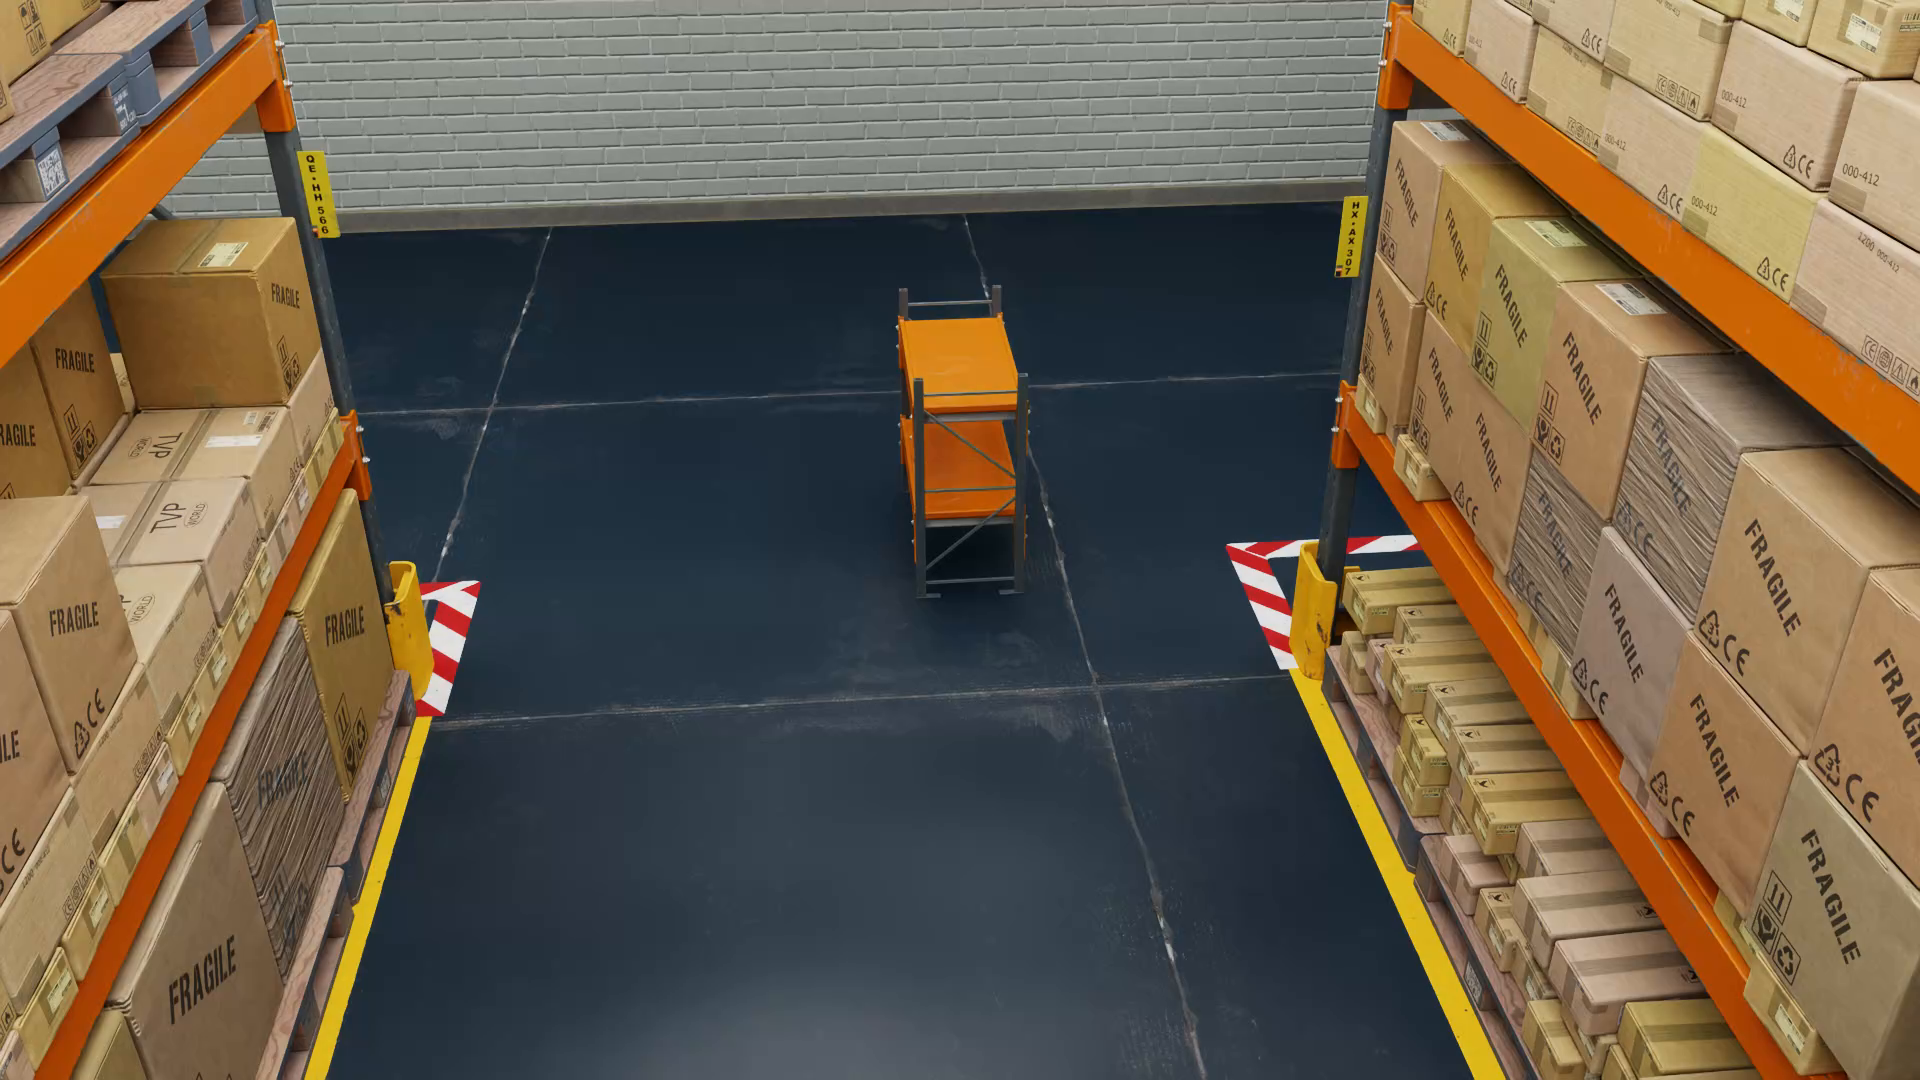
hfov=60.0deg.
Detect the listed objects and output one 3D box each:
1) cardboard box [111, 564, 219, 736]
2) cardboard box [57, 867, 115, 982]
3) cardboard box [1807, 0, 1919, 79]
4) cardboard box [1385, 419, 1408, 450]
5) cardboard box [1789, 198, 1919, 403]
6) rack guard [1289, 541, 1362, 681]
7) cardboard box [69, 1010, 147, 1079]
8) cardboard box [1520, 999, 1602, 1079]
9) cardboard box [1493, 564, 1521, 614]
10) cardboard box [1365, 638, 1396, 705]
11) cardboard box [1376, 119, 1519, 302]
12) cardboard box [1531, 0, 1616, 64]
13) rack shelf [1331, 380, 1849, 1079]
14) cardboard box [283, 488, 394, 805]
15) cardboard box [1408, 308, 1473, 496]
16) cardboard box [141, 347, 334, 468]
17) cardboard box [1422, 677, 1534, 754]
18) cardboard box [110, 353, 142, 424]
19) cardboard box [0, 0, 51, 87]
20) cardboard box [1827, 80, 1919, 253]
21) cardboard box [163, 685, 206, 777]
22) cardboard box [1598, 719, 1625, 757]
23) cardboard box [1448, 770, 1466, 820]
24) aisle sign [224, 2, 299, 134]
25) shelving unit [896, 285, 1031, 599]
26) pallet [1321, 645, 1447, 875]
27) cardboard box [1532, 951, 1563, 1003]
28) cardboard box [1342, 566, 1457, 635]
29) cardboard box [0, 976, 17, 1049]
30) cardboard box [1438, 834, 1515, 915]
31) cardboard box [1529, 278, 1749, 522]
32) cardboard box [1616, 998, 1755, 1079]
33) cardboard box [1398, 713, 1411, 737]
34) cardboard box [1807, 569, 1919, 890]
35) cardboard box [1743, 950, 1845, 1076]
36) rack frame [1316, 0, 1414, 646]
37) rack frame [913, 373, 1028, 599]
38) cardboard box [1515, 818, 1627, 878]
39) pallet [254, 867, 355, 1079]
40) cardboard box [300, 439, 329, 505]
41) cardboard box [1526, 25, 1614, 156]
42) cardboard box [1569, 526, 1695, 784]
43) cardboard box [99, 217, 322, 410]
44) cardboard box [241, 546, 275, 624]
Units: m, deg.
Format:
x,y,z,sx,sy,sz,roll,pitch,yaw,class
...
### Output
x,y,z,sx,sy,sz,roll,pitch,yaw,class
-2.430,0.313,4.656,0.500,0.250,0.500,-3,31,-4,cardboard box
-2.286,0.938,4.000,0.380,0.149,0.250,-4,31,-6,cardboard box
2.028,-1.074,3.468,0.380,0.149,0.250,-4,31,-7,cardboard box
1.830,-0.412,6.259,0.380,0.149,0.250,-2,31,-3,cardboard box
2.085,-0.503,3.388,0.500,0.250,0.500,-3,31,-5,cardboard box
2.068,0.283,7.288,1.175,0.500,0.348,-3,31,-5,rack guard
-2.495,1.791,3.989,0.875,0.875,0.875,-3,31,-5,cardboard box
1.962,1.545,5.109,0.380,0.149,0.250,-3,31,-5,cardboard box
1.958,0.121,5.367,0.380,0.149,0.250,-3,31,-6,cardboard box
1.824,0.510,6.552,0.380,0.149,0.250,-3,31,-5,cardboard box
1.839,-1.187,5.949,0.500,0.500,0.500,-3,31,-5,cardboard box
1.928,-1.505,4.578,0.500,0.250,0.500,-2,31,-4,cardboard box
2.248,0.501,5.187,1.077,0.370,4.000,-3,31,-5,rack shelf
-2.747,0.412,6.297,0.875,0.875,0.875,-3,31,-5,cardboard box
1.903,-0.485,5.749,0.500,0.500,0.500,-3,31,-4,cardboard box
-2.577,-0.471,5.970,0.500,0.250,0.500,-3,31,-5,cardboard box
1.919,0.636,6.051,0.380,0.149,0.250,-4,31,-7,cardboard box
-3.111,-0.448,5.931,0.500,0.250,0.500,-4,31,-6,cardboard box
-2.756,-1.379,4.103,0.700,0.500,0.500,-5,31,-8,cardboard box
2.101,-0.714,3.254,0.500,0.250,0.500,-4,31,-7,cardboard box
-2.357,0.545,4.658,0.380,0.149,0.250,-4,31,-6,cardboard box
2.052,0.519,4.701,0.380,0.149,0.250,-3,31,-5,cardboard box
1.970,0.898,5.903,0.380,0.149,0.250,-4,31,-7,cardboard box
-2.595,-1.810,5.819,0.394,0.787,0.004,-3,31,-5,aisle sign
-0.001,-0.486,7.967,0.538,1.125,1.048,-3,31,-5,shelving unit
2.109,0.824,6.665,1.003,0.211,1.213,-3,31,-5,pallet
2.034,1.311,5.211,0.380,0.149,0.250,-4,31,-7,cardboard box
1.772,0.243,6.708,0.380,0.149,0.250,-4,31,-7,cardboard box
-2.296,1.084,3.366,0.500,0.250,0.500,-3,31,-5,cardboard box
1.897,1.147,5.775,0.380,0.149,0.250,-4,31,-7,cardboard box
1.970,-0.403,4.636,0.500,0.500,0.500,-4,31,-6,cardboard box
2.102,1.441,4.702,0.380,0.149,0.250,-2,31,-3,cardboard box
1.927,0.754,6.433,0.380,0.149,0.250,-2,31,-4,cardboard box
2.121,0.387,3.315,0.500,0.500,0.500,-4,31,-6,cardboard box
2.042,1.061,3.794,0.380,0.149,0.250,-4,31,-6,cardboard box
2.061,-0.829,6.712,1.000,3.000,0.127,-3,31,-5,rack frame
0.047,-0.227,7.533,0.500,1.125,0.032,-3,31,-5,rack frame
2.033,1.038,5.377,0.380,0.149,0.250,-3,31,-4,cardboard box
-2.623,1.581,5.398,1.003,0.211,1.213,-3,31,-5,pallet
-2.500,-0.236,5.965,0.380,0.149,0.250,-2,31,-4,cardboard box
1.954,-1.279,4.687,0.500,0.250,0.500,-4,31,-6,cardboard box
2.016,0.290,4.451,0.500,0.500,0.500,-3,31,-5,cardboard box
-2.580,-0.792,5.775,0.500,0.500,0.500,-2,31,-4,cardboard box
-2.429,0.153,5.314,0.380,0.149,0.250,-3,31,-6,cardboard box
